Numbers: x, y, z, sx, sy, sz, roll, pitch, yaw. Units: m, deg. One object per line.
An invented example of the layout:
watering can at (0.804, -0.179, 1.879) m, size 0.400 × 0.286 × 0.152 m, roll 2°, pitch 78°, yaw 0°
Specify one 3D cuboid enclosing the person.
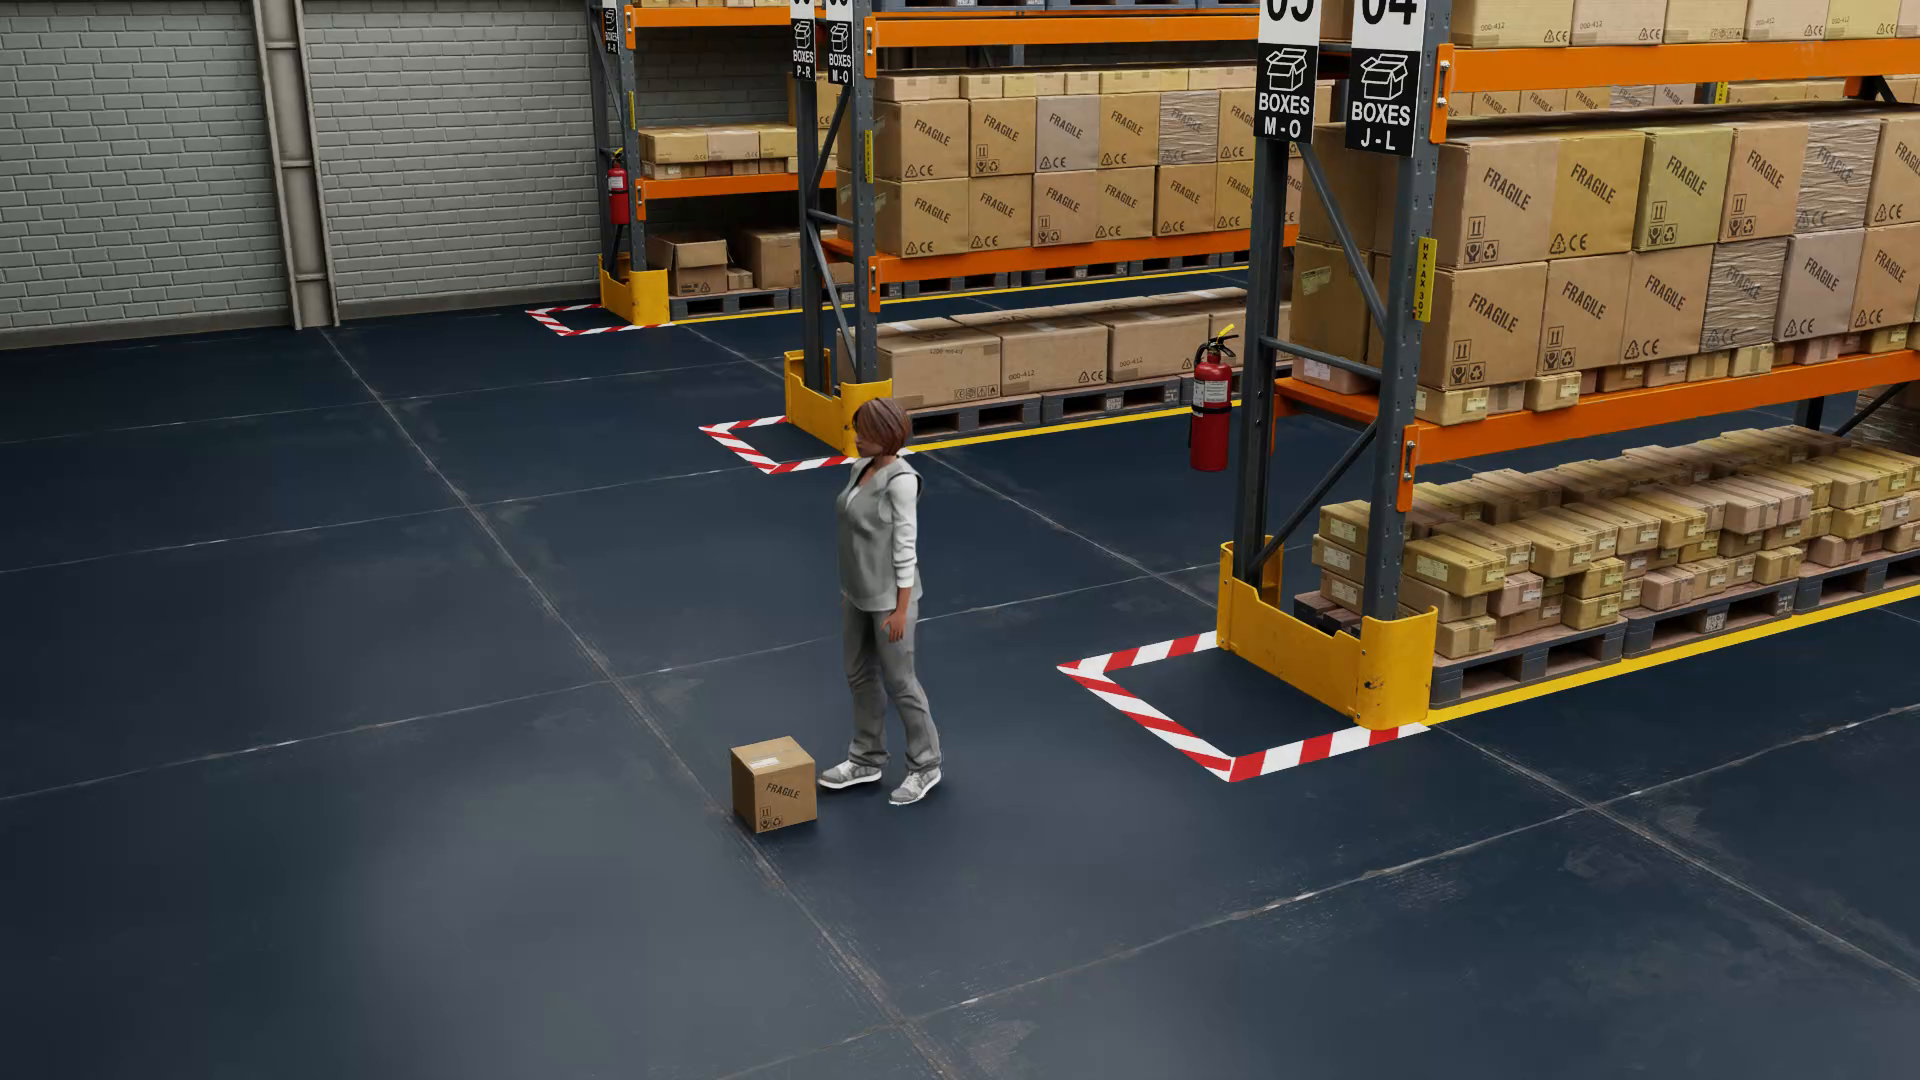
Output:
person at (-0.318, 0.243, 6.387) m, size 0.460 × 1.624 × 0.416 m, roll -9°, pitch 21°, yaw -26°
